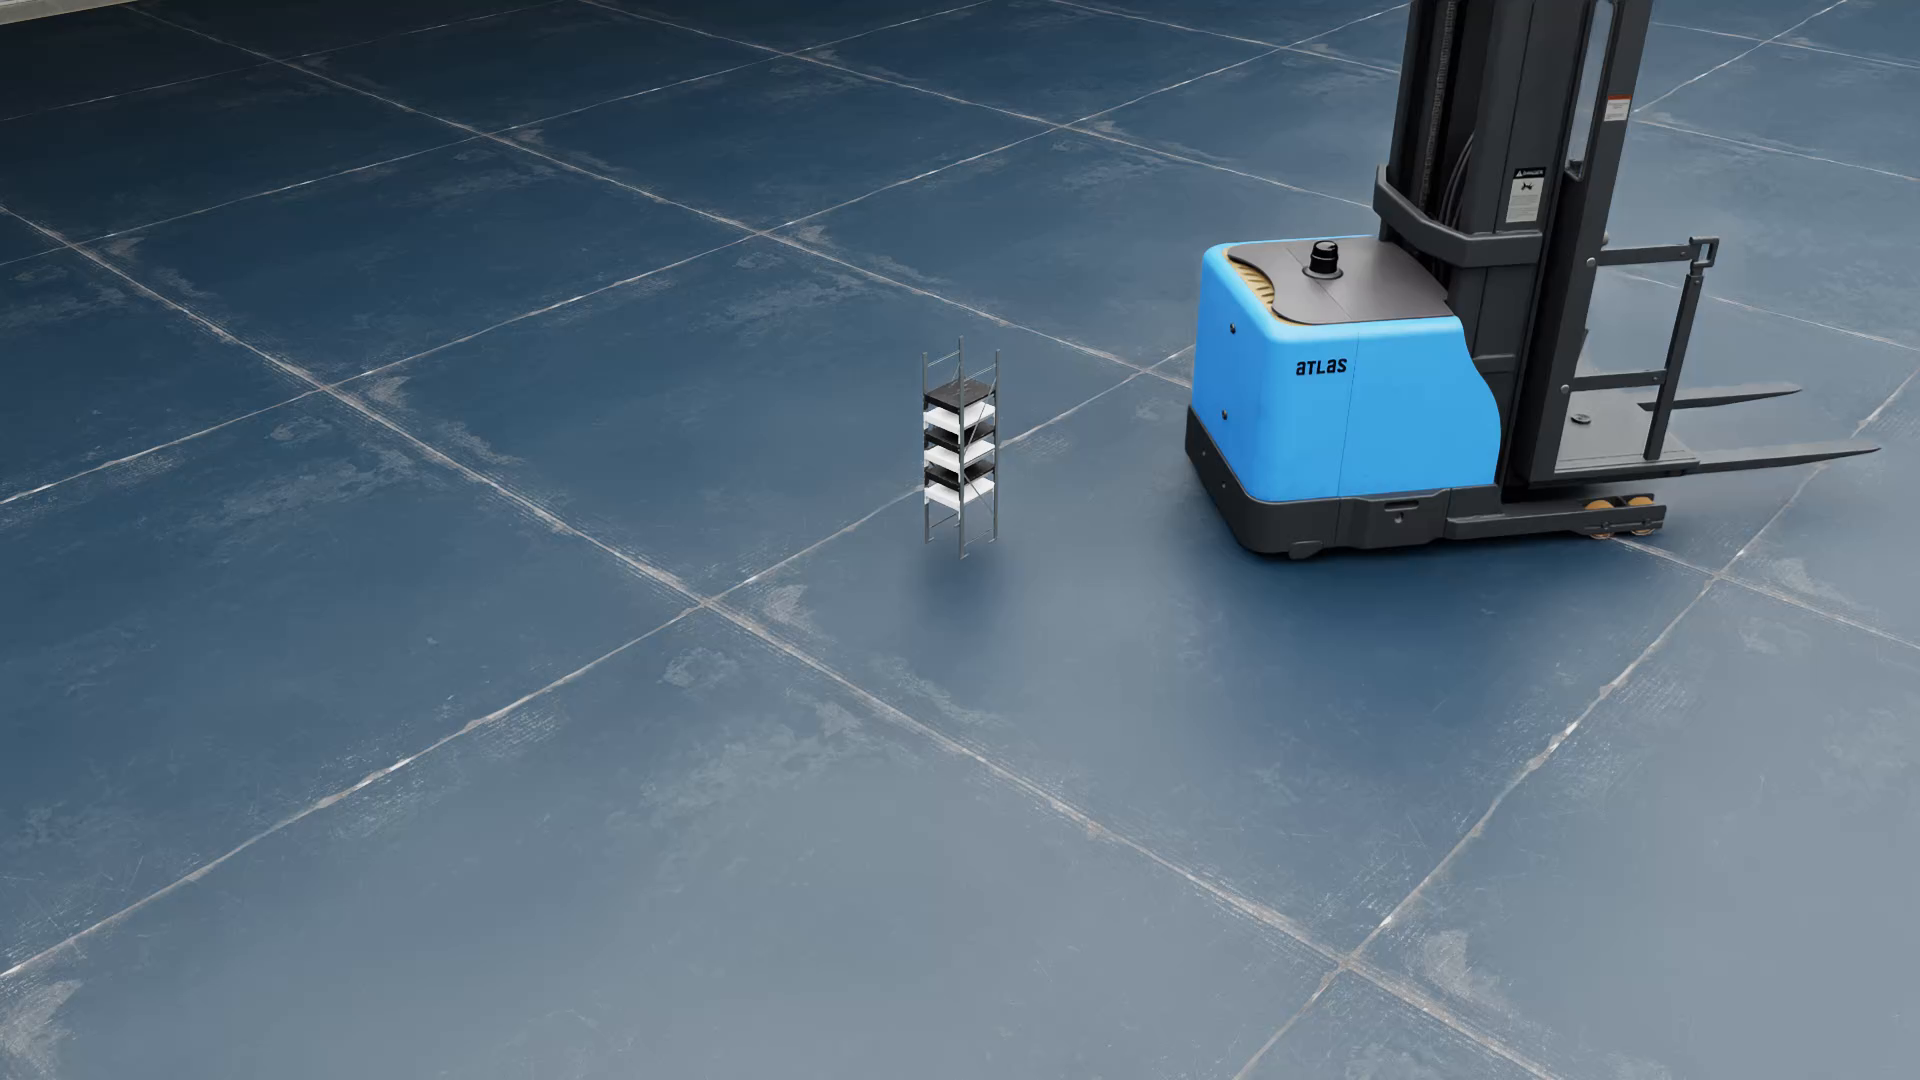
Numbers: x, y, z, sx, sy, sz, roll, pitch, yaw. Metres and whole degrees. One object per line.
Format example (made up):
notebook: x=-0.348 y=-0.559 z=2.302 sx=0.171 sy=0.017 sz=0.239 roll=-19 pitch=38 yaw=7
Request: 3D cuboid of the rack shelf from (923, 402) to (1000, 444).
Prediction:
rack shelf: x=0.006 y=-0.508 z=6.938 sx=0.200 sy=0.077 sz=0.258 roll=25 pitch=39 yaw=35

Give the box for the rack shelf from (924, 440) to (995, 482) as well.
rack shelf: x=0.006 y=-0.354 z=7.030 sx=0.200 sy=0.077 sz=0.258 roll=25 pitch=39 yaw=35

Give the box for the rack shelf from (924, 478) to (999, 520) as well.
rack shelf: x=0.006 y=-0.200 z=7.123 sx=0.200 sy=0.077 sz=0.258 roll=25 pitch=39 yaw=35

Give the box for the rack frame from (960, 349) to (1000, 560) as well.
rack frame: x=0.081 y=-0.348 z=6.955 sx=0.006 sy=0.900 sz=0.240 roll=25 pitch=39 yaw=35

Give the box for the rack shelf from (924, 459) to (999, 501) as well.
rack shelf: x=0.006 y=-0.277 z=7.077 sx=0.200 sy=0.077 sz=0.258 roll=25 pitch=39 yaw=35

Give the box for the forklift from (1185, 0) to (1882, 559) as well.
forklift: x=2.621 y=-1.524 z=6.940 sx=3.031 sy=2.935 sz=1.130 roll=-5 pitch=31 yaw=-8

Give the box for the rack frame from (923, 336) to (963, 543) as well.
rack frame: x=-0.069 y=-0.418 z=7.072 sx=0.006 sy=0.900 sz=0.240 roll=25 pitch=39 yaw=35

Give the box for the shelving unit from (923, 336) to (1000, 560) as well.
shelving unit: x=0.006 y=-0.383 z=7.013 sx=0.210 sy=0.900 sz=0.258 roll=25 pitch=39 yaw=35

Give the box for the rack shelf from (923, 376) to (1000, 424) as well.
rack shelf: x=0.006 y=-0.585 z=6.891 sx=0.200 sy=0.077 sz=0.258 roll=25 pitch=39 yaw=35

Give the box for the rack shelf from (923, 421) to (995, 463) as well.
rack shelf: x=0.006 y=-0.431 z=6.984 sx=0.200 sy=0.077 sz=0.258 roll=25 pitch=39 yaw=35
